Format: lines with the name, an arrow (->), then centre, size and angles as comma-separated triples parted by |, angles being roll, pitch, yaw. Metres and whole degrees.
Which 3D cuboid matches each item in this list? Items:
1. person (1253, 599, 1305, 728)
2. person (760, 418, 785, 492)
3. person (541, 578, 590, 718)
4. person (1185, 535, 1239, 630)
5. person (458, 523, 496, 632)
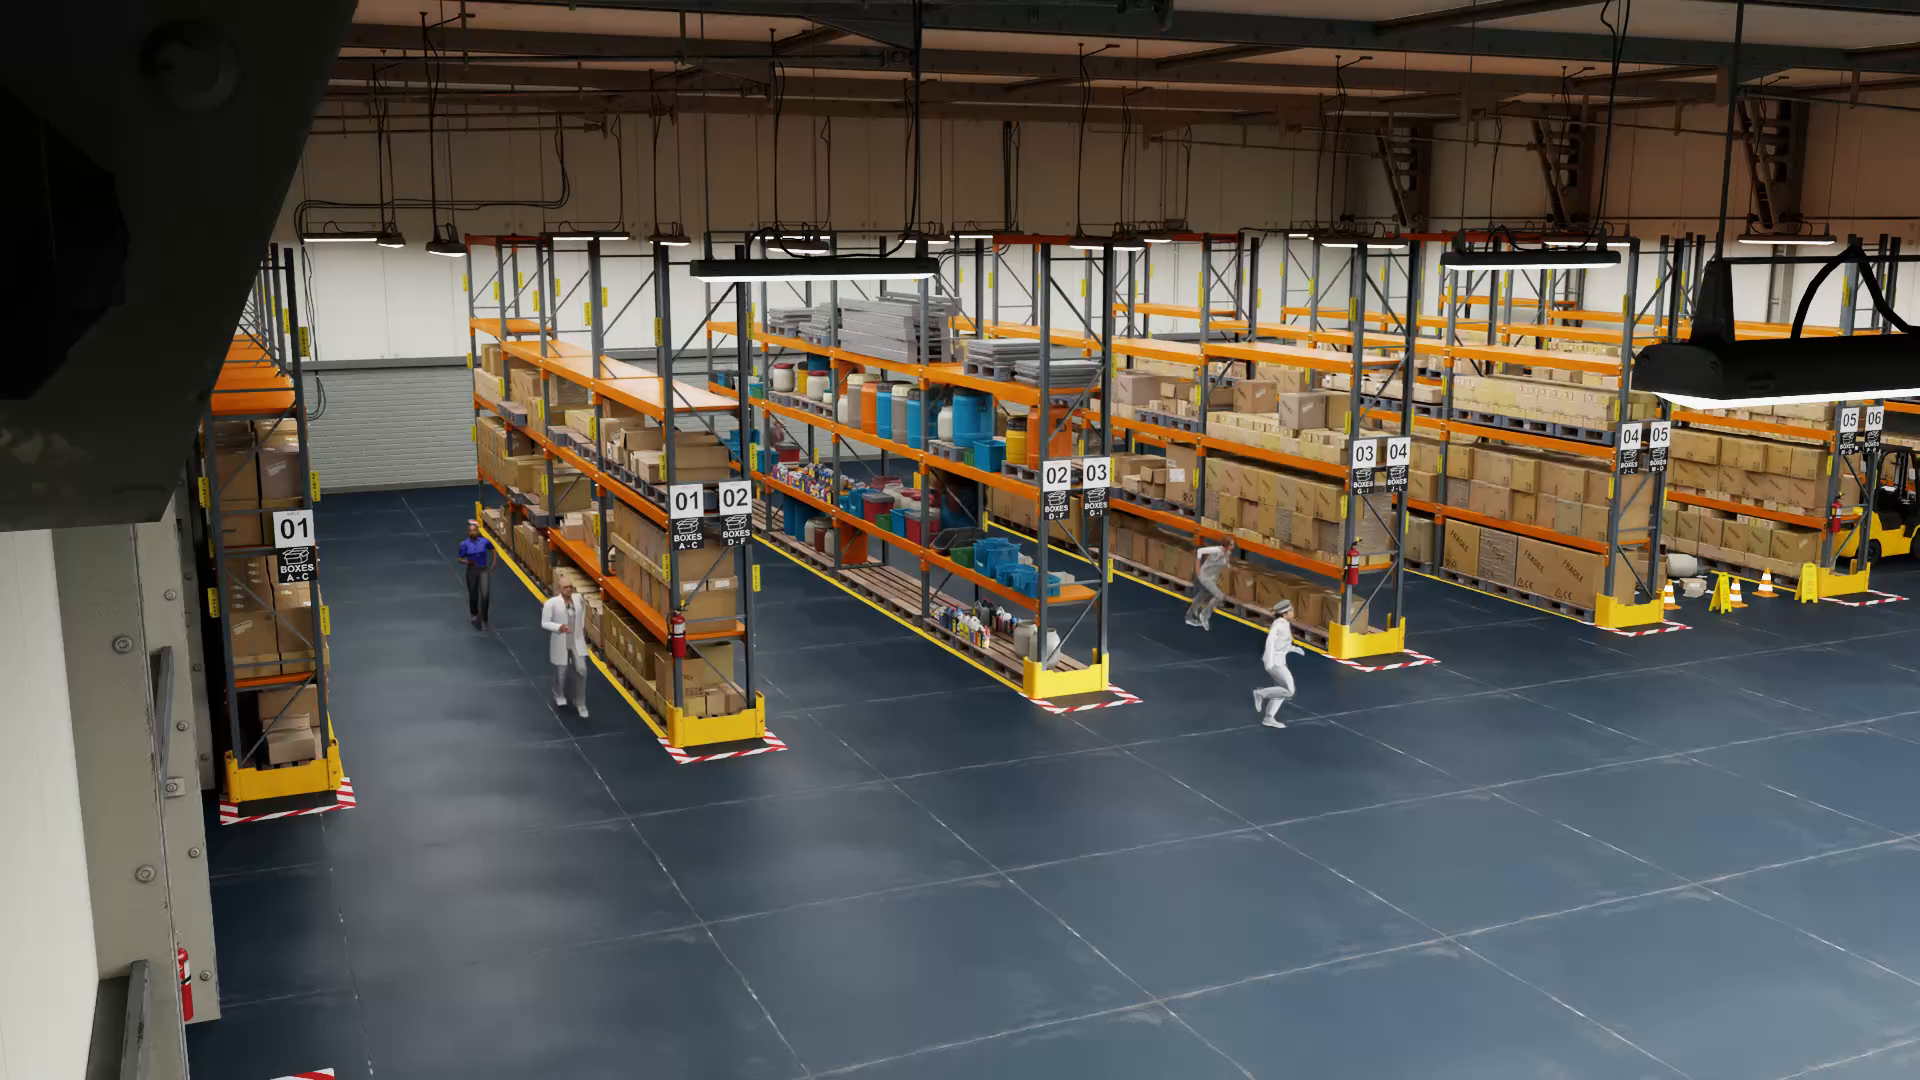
person -> 4.012, 1.554, 20.890 | 0.627, 1.647, 0.654 | 1, 11, 7
person -> -4.238, -1.982, 38.675 | 0.896, 1.736, 0.731 | -1, 11, -4
person -> -5.073, 1.373, 21.427 | 0.640, 1.835, 0.908 | -5, 12, -26
person -> 3.706, 0.626, 24.596 | 0.867, 1.478, 0.570 | 9, 14, 39
person -> -7.523, 0.570, 25.972 | 0.581, 1.694, 0.765 | -3, 11, -17
